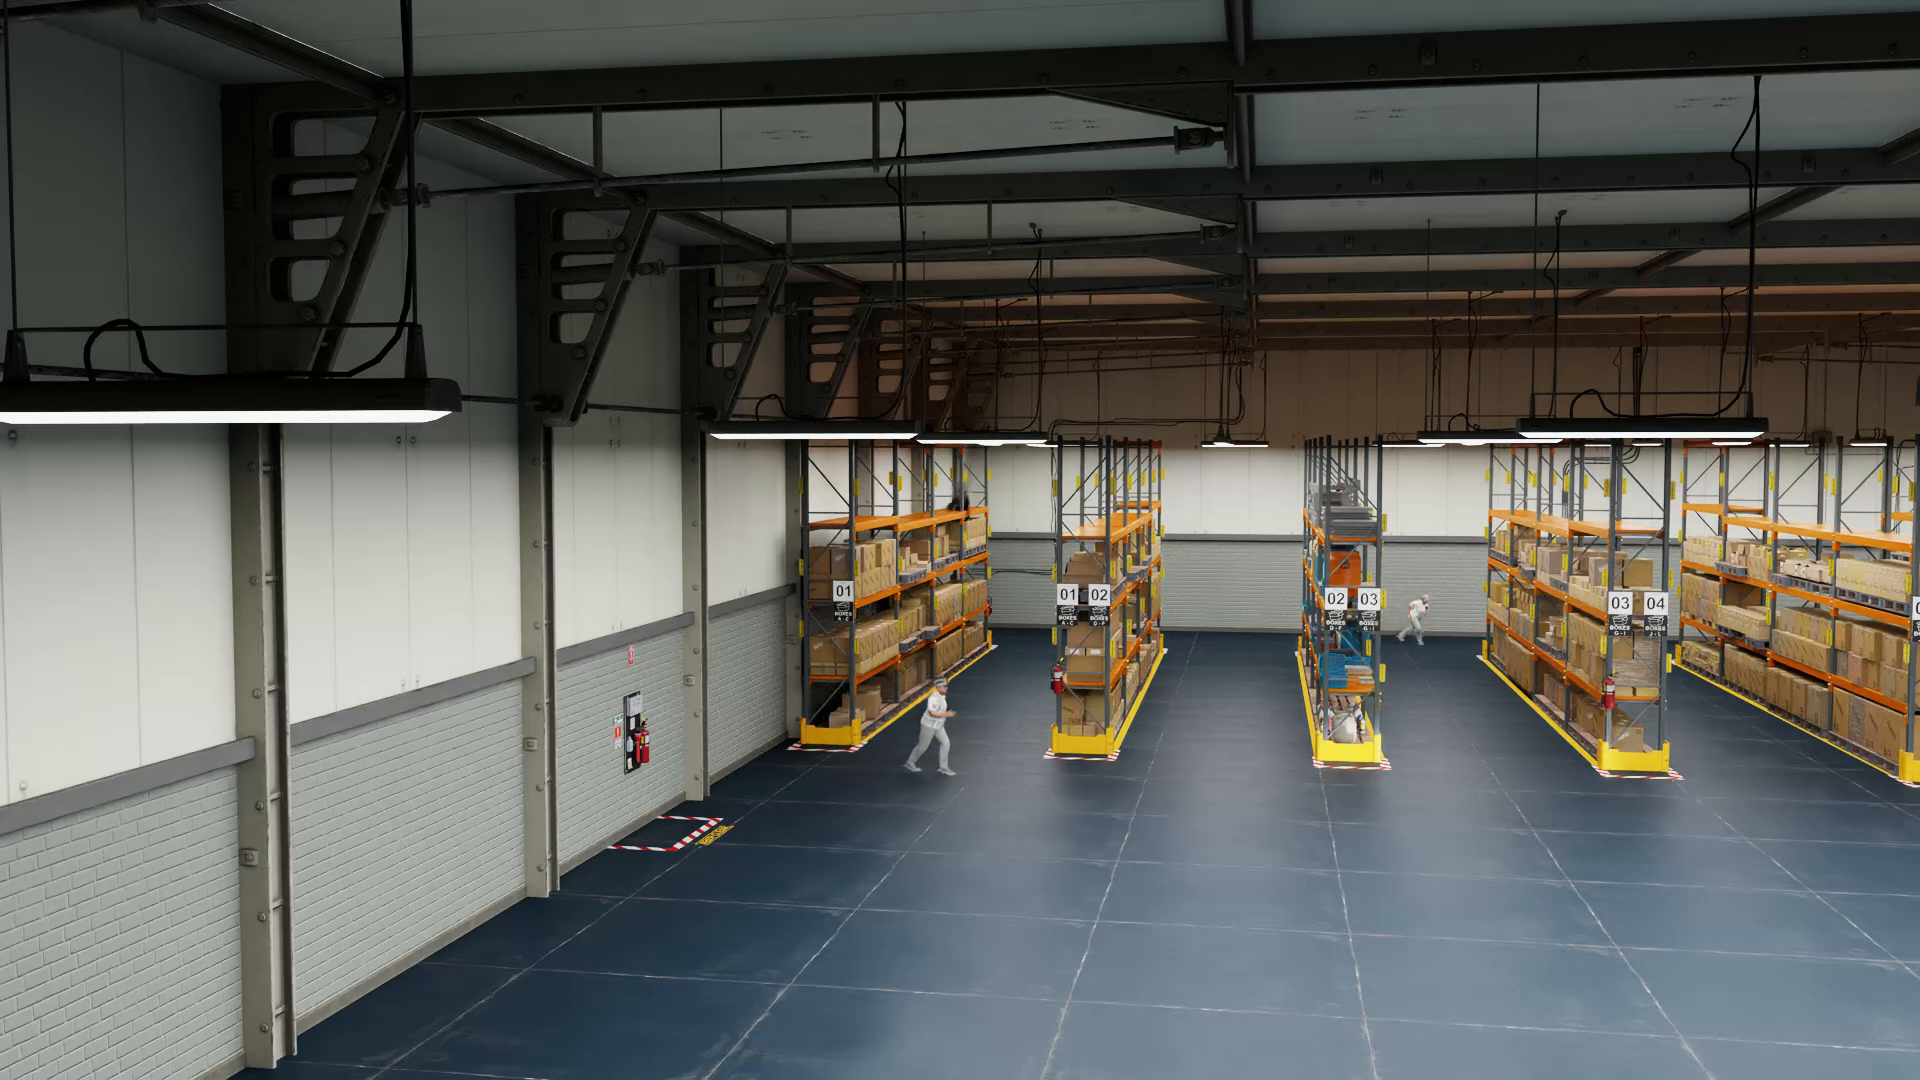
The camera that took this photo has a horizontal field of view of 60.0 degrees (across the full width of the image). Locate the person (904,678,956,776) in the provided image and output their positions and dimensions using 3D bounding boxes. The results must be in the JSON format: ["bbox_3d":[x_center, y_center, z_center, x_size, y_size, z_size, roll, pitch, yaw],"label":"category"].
[{"bbox_3d":[-0.498,3.276,29.241,0.998,1.748,0.669,2,3,26],"label":"person"}]

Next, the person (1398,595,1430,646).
[{"bbox_3d":[13.428,2.330,49.051,0.600,1.501,1.071,-2,4,-33],"label":"person"}]
